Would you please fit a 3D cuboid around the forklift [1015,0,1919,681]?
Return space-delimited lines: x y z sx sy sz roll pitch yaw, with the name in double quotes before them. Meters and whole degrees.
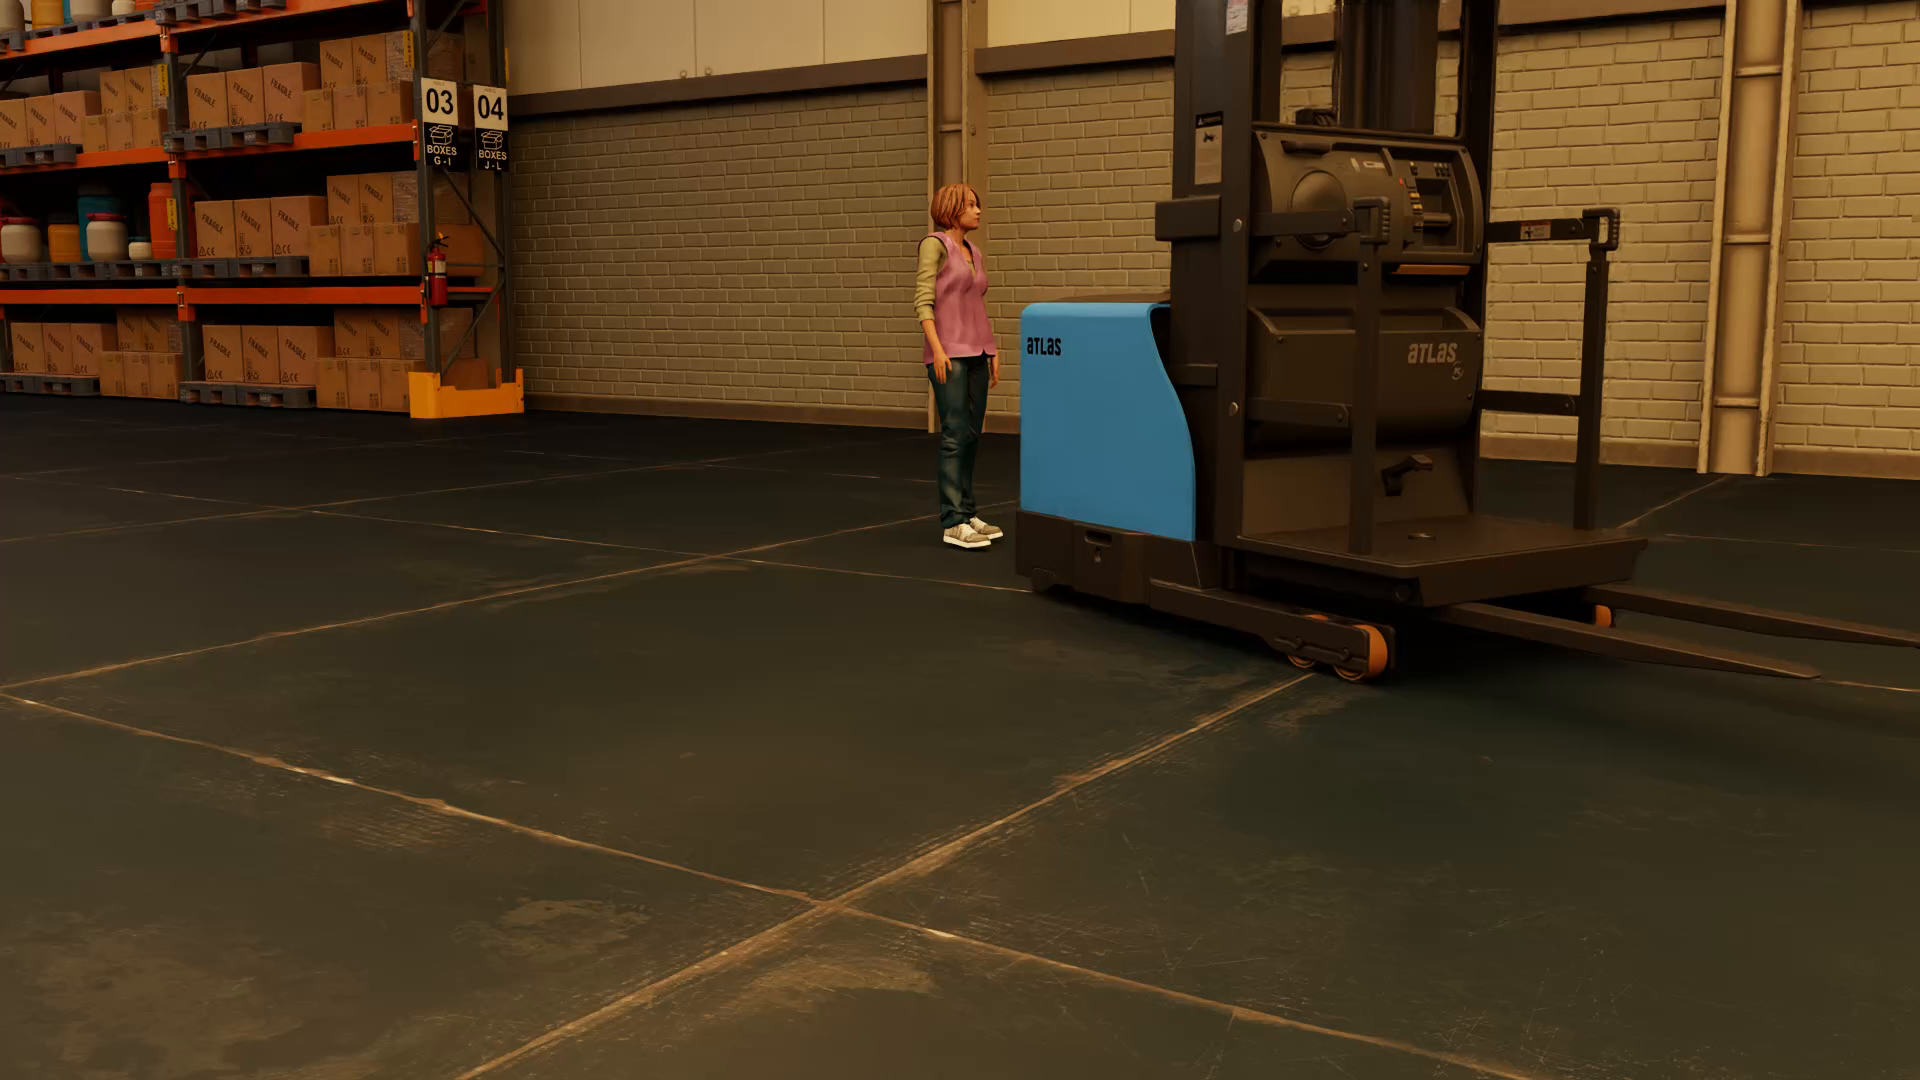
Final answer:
"forklift" 1.418 -1.121 5.077 1.130 2.935 3.031 -5 10 -32

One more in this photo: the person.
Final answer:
"person" 0.053 -0.791 7.438 0.476 1.597 0.520 5 10 34
